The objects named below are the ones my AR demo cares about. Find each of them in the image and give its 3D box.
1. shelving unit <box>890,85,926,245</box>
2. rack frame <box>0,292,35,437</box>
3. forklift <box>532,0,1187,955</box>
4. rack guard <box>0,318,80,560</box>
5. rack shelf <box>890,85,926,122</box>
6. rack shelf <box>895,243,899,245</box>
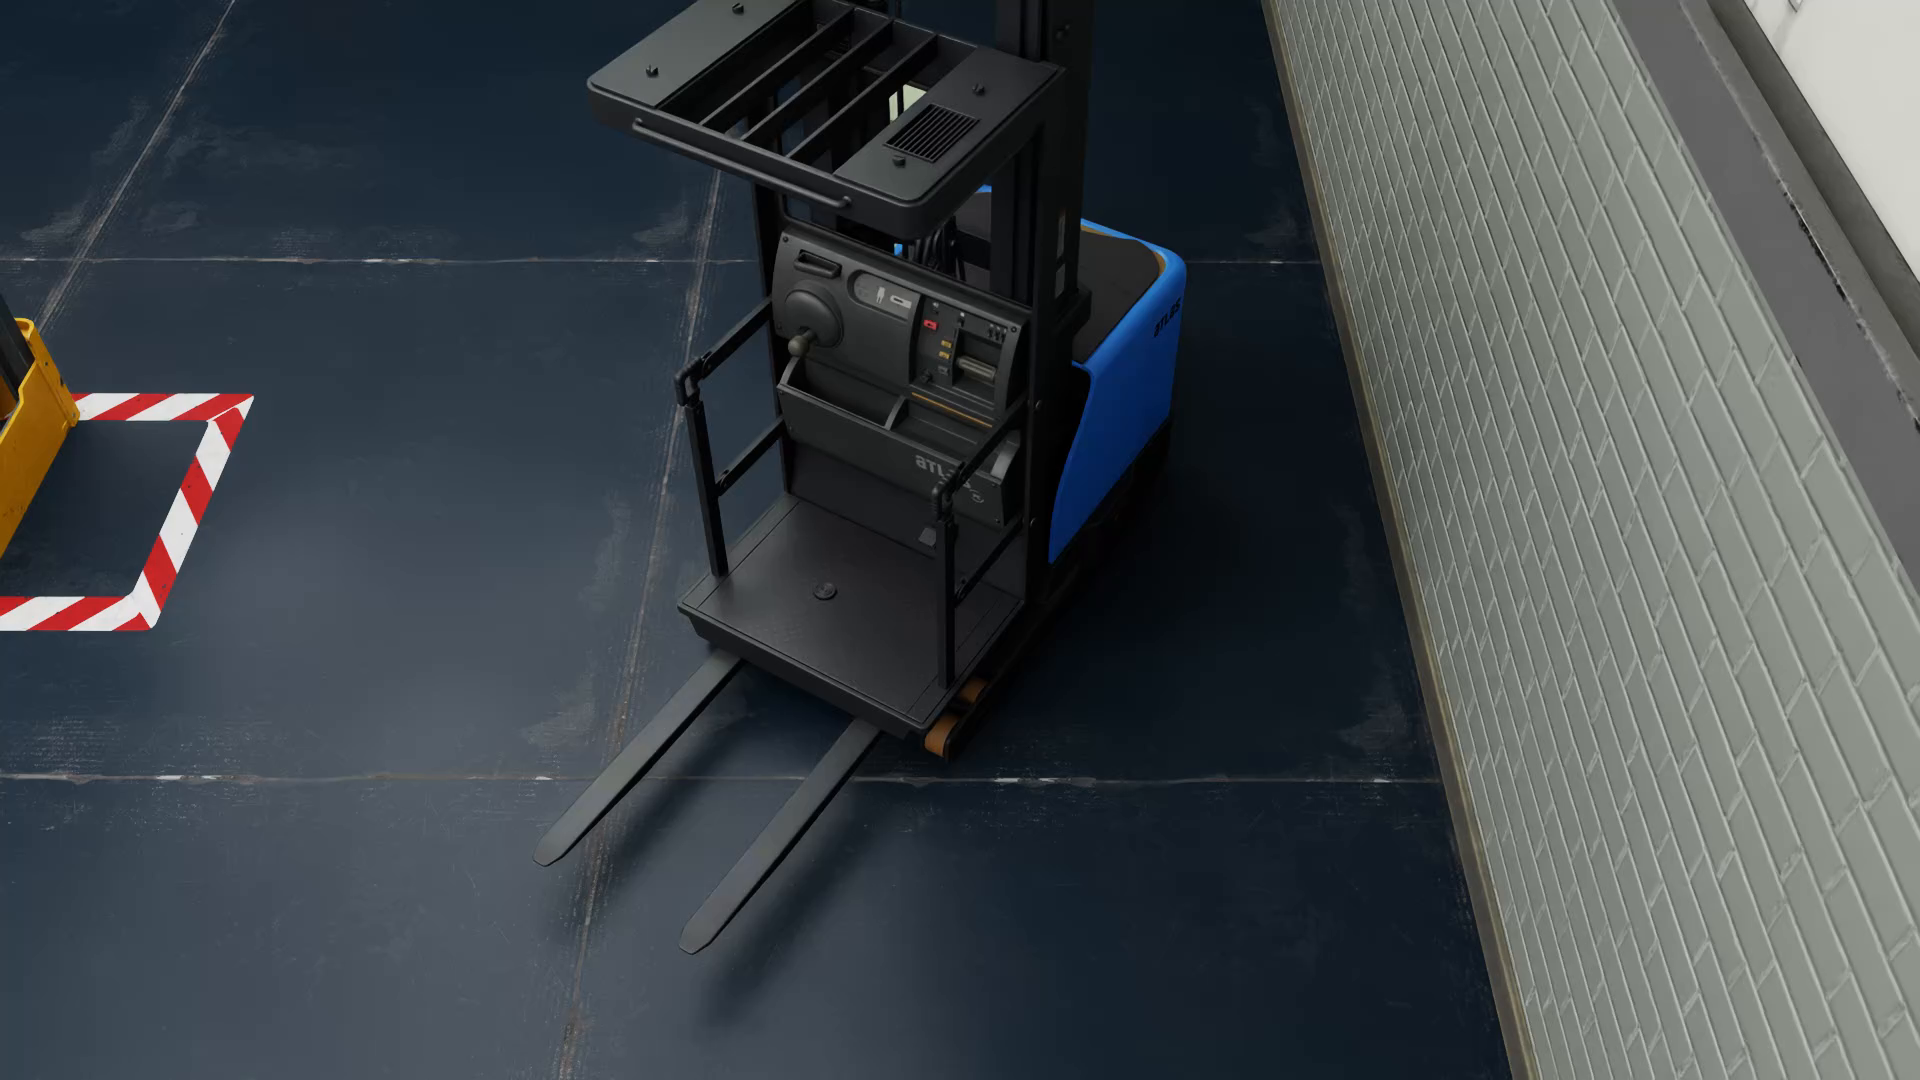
[{"bbox_3d":[0.049,-1.408,7.034,0.755,1.500,0.431,1,47,1],"label":"shelving unit"},{"bbox_3d":[-3.934,-1.175,5.795,0.127,3.000,1.000,0,47,0],"label":"rack frame"},{"bbox_3d":[-0.328,-0.611,5.317,1.130,2.935,3.031,24,52,21],"label":"forklift"},{"bbox_3d":[-4.010,-0.324,6.710,0.348,0.500,1.175,0,47,0],"label":"rack guard"},{"bbox_3d":[0.049,-1.676,6.750,0.720,0.370,0.431,1,47,1],"label":"rack shelf"},{"bbox_3d":[0.048,-1.184,7.271,0.720,0.370,0.431,1,47,1],"label":"rack shelf"}]
